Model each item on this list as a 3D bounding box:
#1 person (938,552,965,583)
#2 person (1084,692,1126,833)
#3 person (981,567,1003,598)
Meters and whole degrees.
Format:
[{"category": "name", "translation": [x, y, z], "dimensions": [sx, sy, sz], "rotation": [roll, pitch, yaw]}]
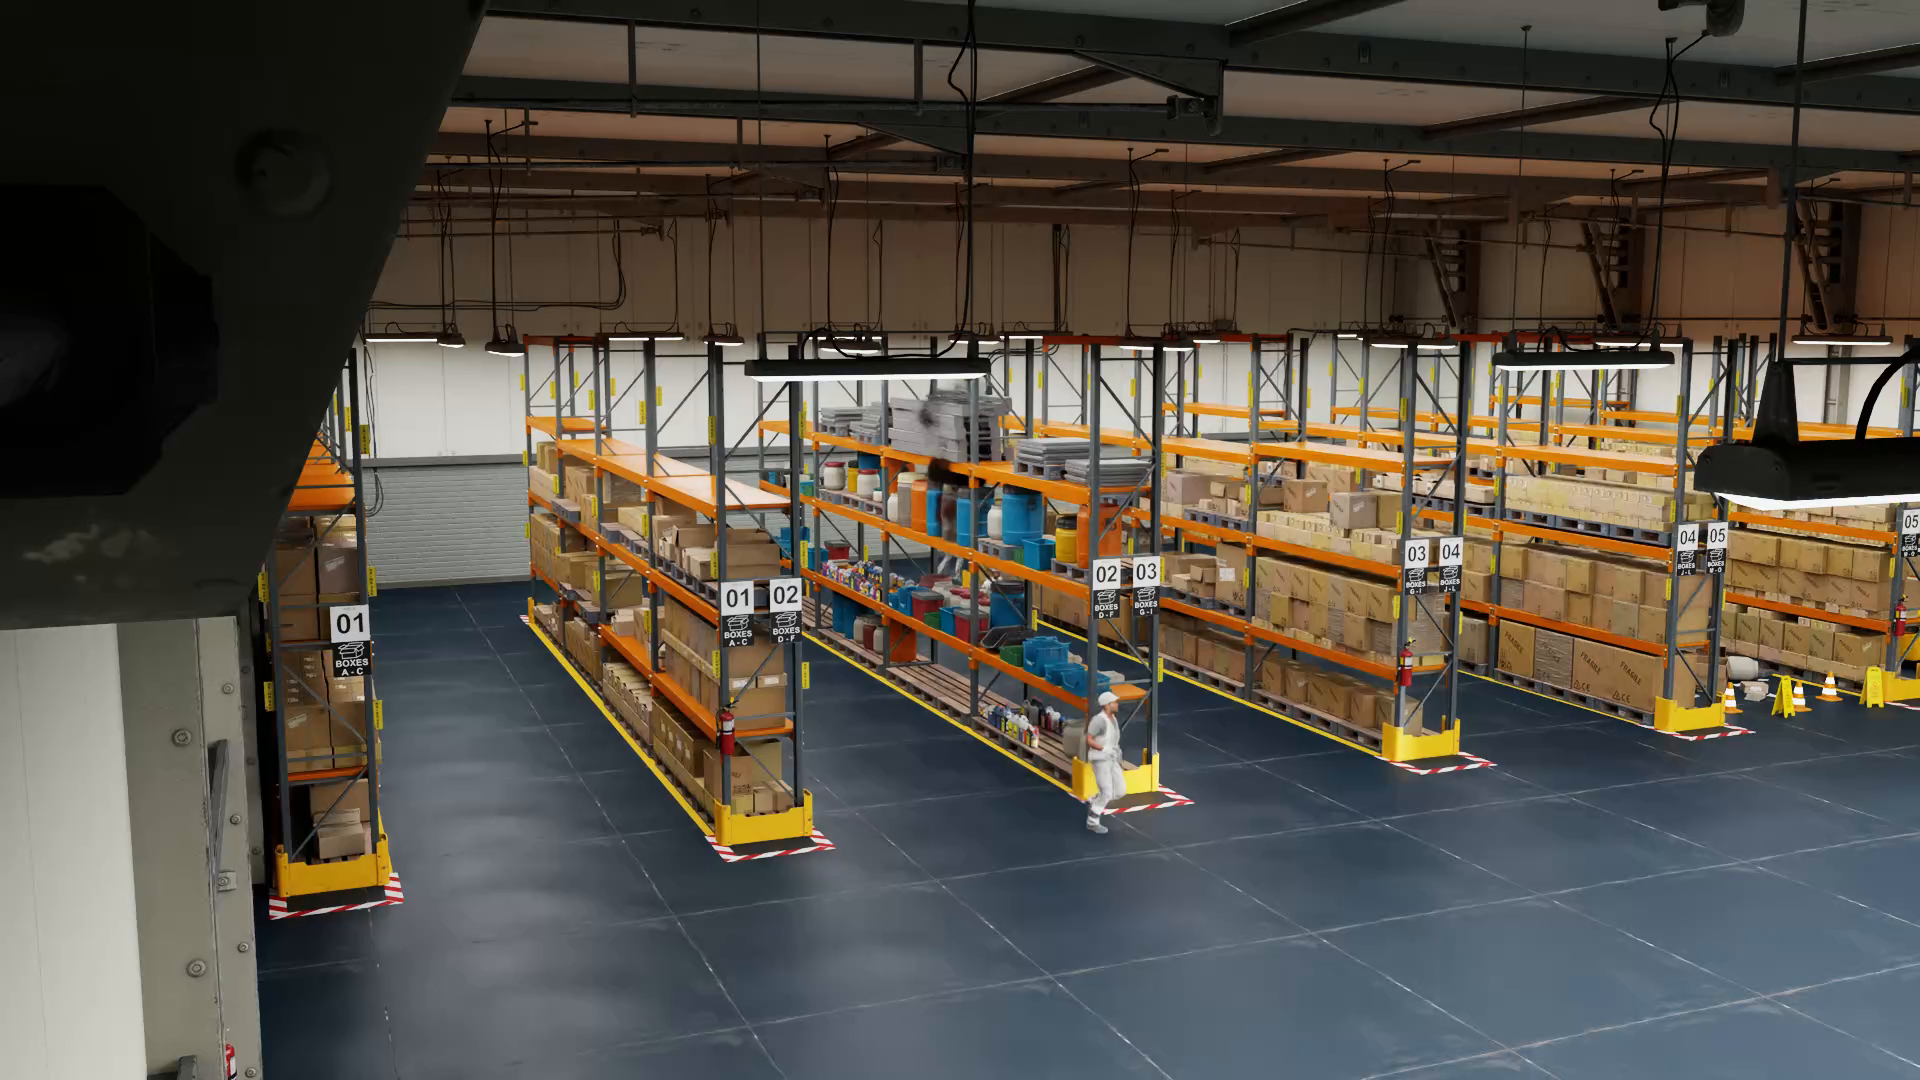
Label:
[{"category": "person", "translation": [-0.197, 0.143, 39.909], "dimensions": [0.785, 1.844, 0.662], "rotation": [-1, 8, -8]}, {"category": "person", "translation": [1.821, 2.741, 20.740], "dimensions": [0.569, 1.706, 0.661], "rotation": [5, 9, 34]}, {"category": "person", "translation": [0.650, 1.287, 31.835], "dimensions": [0.586, 1.670, 0.560], "rotation": [-4, 9, -28]}]
